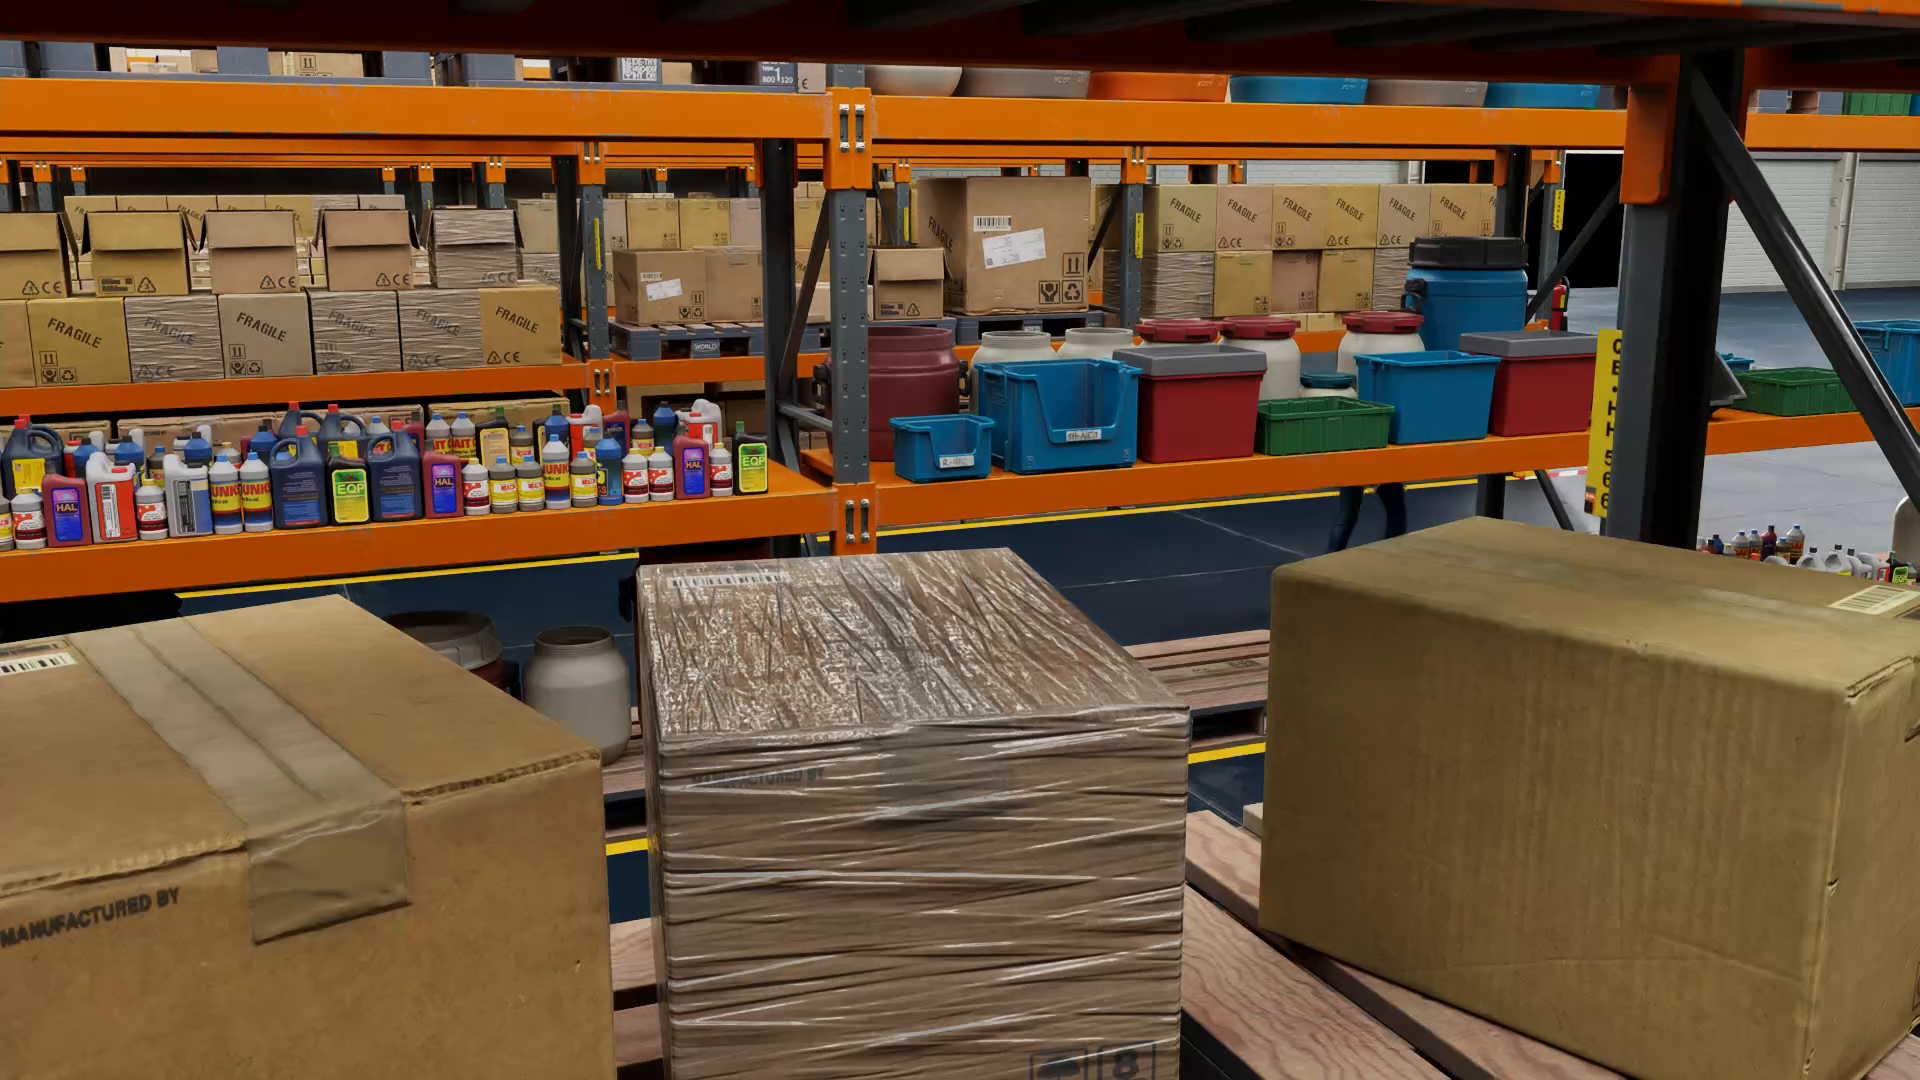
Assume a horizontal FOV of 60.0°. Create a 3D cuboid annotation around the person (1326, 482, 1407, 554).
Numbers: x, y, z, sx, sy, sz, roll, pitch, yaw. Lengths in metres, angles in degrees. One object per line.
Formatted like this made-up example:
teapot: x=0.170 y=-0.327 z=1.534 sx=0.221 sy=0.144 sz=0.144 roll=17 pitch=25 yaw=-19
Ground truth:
person: x=2.531 y=-0.458 z=10.081 sx=0.745 sy=1.602 sz=0.423 roll=-10 pitch=16 yaw=-38
